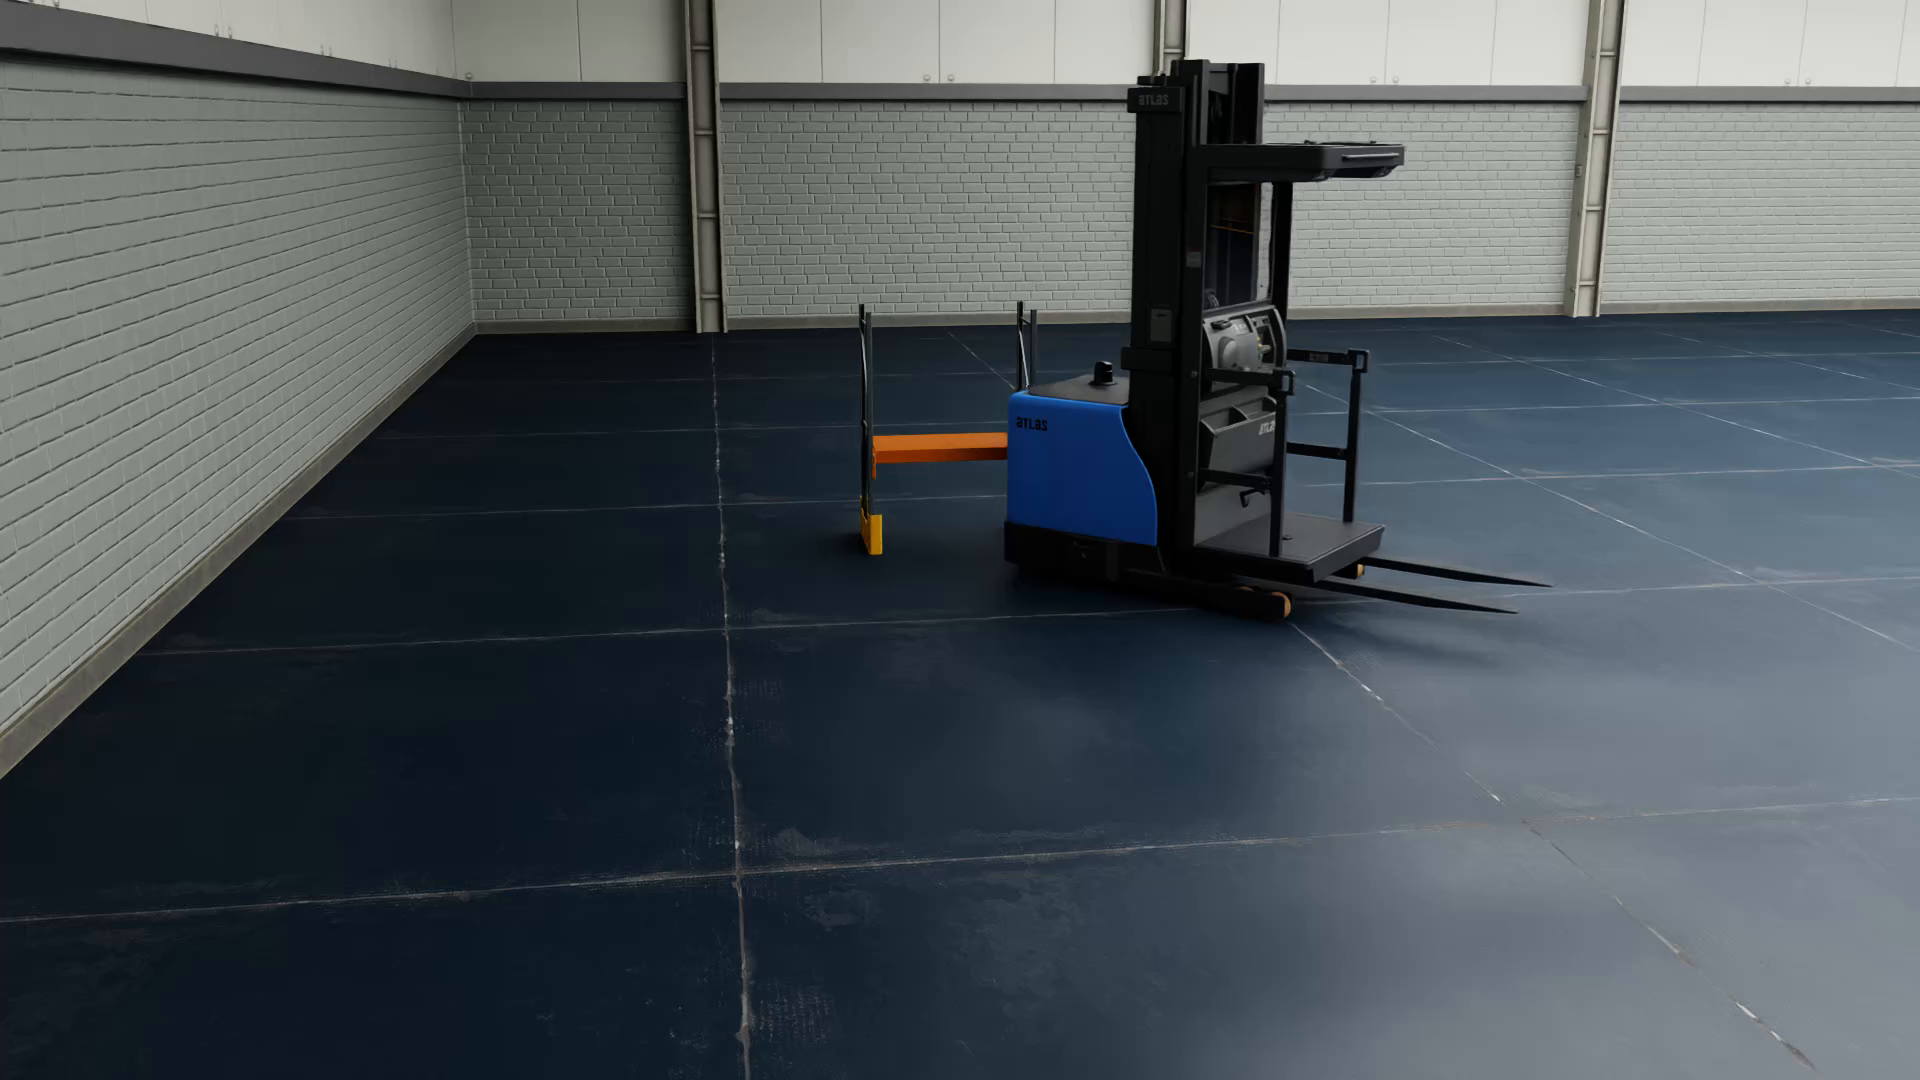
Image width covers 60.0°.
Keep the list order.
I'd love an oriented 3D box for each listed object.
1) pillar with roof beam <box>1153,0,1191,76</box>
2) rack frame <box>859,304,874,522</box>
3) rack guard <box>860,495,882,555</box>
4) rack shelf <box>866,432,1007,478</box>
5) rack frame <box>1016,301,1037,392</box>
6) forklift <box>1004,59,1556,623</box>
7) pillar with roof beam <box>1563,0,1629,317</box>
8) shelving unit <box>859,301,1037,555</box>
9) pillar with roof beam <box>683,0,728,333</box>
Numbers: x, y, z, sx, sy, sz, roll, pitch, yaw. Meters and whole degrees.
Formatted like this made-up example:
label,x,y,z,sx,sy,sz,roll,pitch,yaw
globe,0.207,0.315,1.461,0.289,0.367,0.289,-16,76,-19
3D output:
label,x,y,z,sx,sy,sz,roll,pitch,yaw
pillar with roof beam,3.371,-6.244,17.122,0.400,9.000,9.100,-2,14,-8
rack frame,-0.587,-0.706,10.454,0.032,1.500,0.500,-2,14,-8
rack guard,-0.568,-0.100,10.608,0.087,0.250,0.587,-2,14,-8
rack shelf,-0.084,-0.550,10.571,1.000,0.185,0.538,-2,14,-8
rack frame,0.418,-0.743,10.601,0.032,1.500,0.500,-2,14,-8
forklift,1.758,-1.122,9.170,3.031,2.935,1.130,10,17,34
pillar with roof beam,9.304,-6.462,17.989,0.400,9.000,9.100,-2,14,-8
shelving unit,-0.075,-0.725,10.528,1.083,1.500,0.587,-2,14,-8
pillar with roof beam,-2.562,-6.027,16.255,0.400,9.000,9.100,-2,14,-8
